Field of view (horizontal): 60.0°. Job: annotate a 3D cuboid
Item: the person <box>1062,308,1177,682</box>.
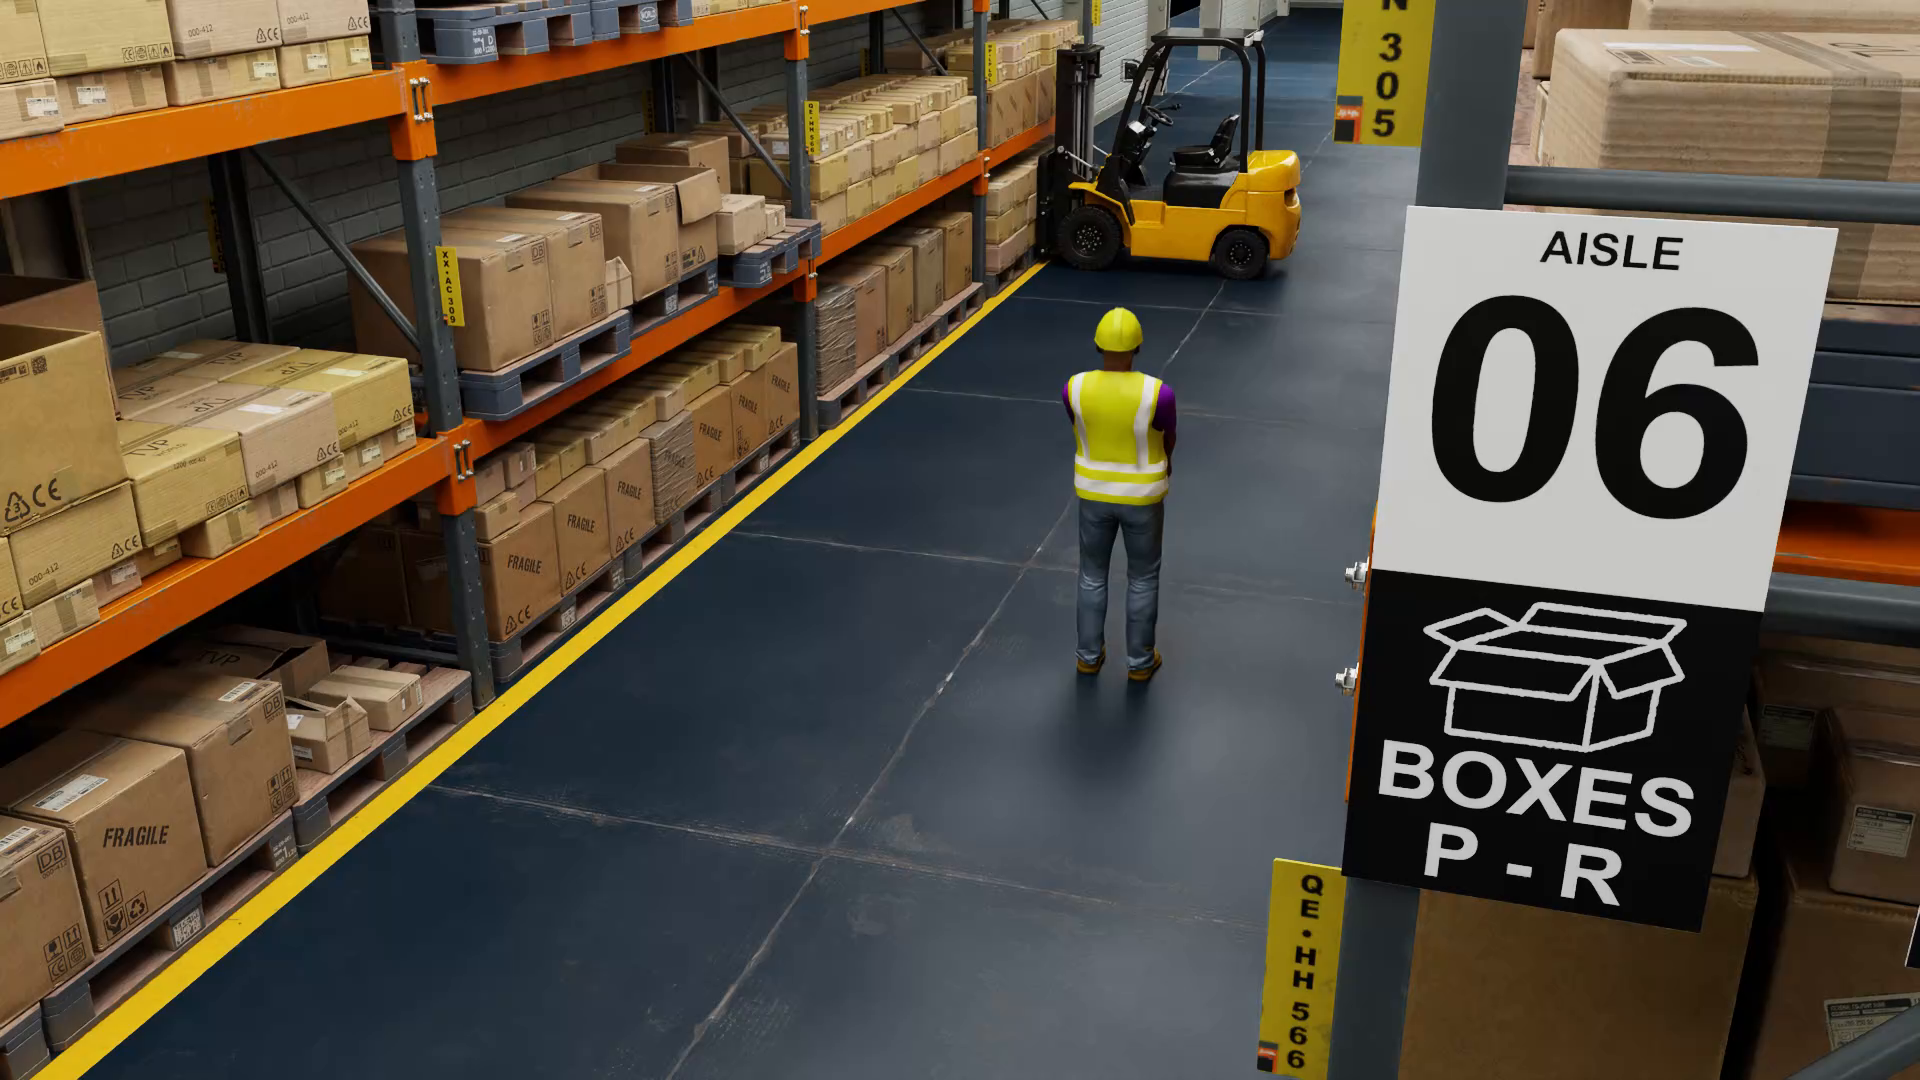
[{"bbox_3d":[0.748,-0.239,7.664,0.503,1.758,0.587,7,23,16],"label":"person"}]
